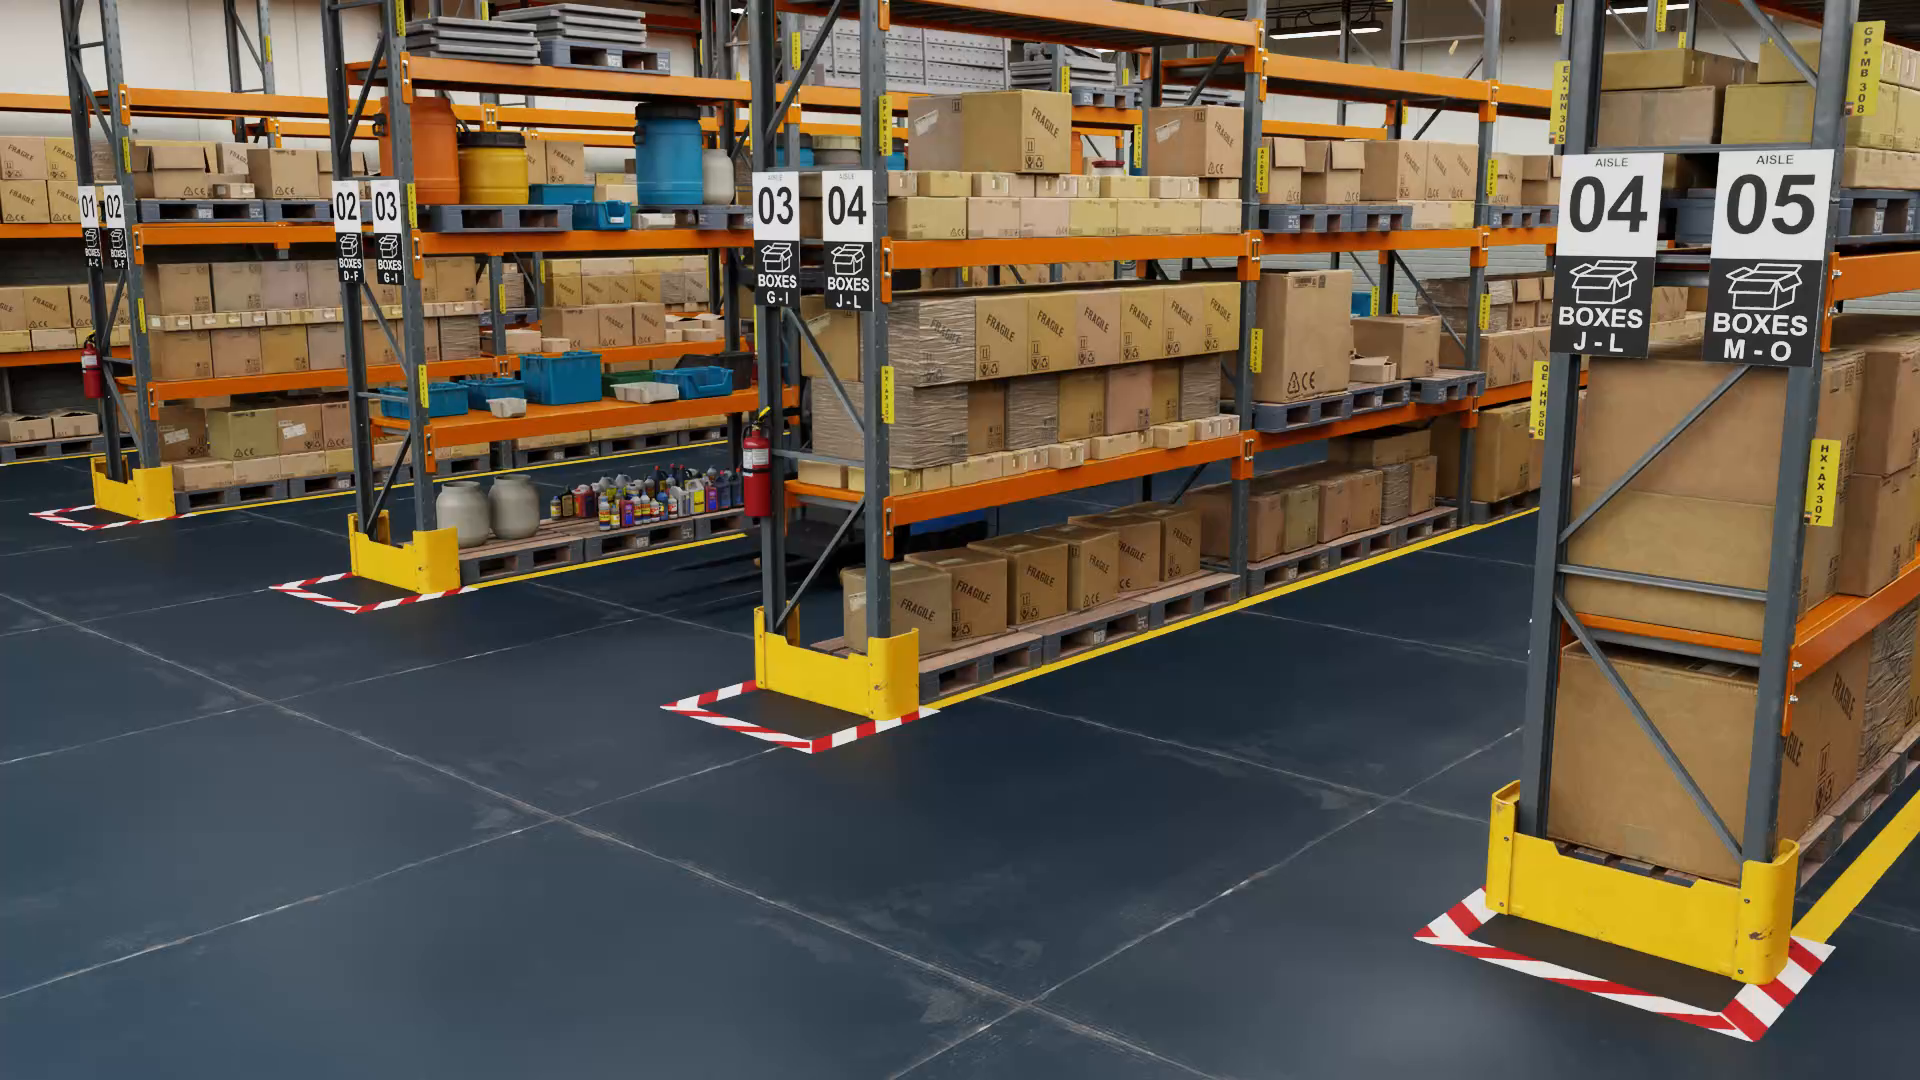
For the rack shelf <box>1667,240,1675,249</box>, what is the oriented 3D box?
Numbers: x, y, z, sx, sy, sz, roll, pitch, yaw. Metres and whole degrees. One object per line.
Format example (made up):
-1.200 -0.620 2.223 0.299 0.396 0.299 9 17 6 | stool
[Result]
8.416 -3.659 20.092 1.077 0.370 4.000 10 15 40 | rack shelf

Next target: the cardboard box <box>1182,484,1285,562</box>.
2.236 -0.147 13.589 0.700 0.500 0.500 8 14 36 | cardboard box

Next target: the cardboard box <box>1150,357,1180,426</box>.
1.115 -1.138 12.273 0.875 0.500 0.500 10 15 40 | cardboard box

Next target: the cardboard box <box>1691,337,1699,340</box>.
8.739 -2.392 20.211 0.380 0.149 0.250 10 15 41 | cardboard box

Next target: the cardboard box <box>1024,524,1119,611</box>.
0.798 0.190 11.949 0.500 0.500 0.500 8 14 35 | cardboard box

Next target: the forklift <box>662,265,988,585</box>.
-1.088 -1.170 13.625 1.130 2.935 3.031 9 15 39 | forklift

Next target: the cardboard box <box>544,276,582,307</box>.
-6.194 -3.823 25.666 0.500 0.500 0.500 10 15 42 | cardboard box

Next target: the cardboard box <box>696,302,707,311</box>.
-4.431 -3.896 27.689 0.380 0.149 0.250 10 15 42 | cardboard box

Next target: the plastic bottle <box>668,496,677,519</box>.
-2.622 -0.302 15.124 0.097 0.201 0.097 0 11 0 | plastic bottle

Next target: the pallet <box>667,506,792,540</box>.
-2.380 -0.250 15.960 1.003 0.211 1.213 10 15 40 | pallet

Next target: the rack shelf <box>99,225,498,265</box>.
-6.944 -3.175 17.667 1.077 0.370 4.000 10 15 40 | rack shelf

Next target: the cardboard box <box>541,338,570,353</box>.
-4.886 -2.332 19.909 0.380 0.149 0.250 10 15 40 | cardboard box

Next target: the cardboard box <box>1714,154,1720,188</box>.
3.134 -1.596 7.236 0.380 0.149 0.250 10 15 41 | cardboard box

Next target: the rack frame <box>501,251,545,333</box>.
-6.707 -3.580 25.514 1.000 3.000 0.127 10 15 40 | rack frame

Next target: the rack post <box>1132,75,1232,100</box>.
2.796 -5.672 20.867 0.937 0.300 0.954 9 15 39 | rack post

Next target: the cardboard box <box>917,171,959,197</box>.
-0.226 -2.111 9.866 0.380 0.149 0.250 10 15 42 | cardboard box

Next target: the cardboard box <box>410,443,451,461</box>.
-6.103 -1.040 18.747 0.500 0.250 0.500 10 15 40 | cardboard box

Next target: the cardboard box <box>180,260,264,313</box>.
-7.569 -2.601 17.046 0.700 0.500 0.500 9 15 39 | cardboard box

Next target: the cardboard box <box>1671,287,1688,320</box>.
8.275 -2.873 19.685 0.500 0.500 0.500 9 15 39 | cardboard box

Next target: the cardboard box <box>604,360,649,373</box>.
-5.540 -2.951 26.782 0.750 0.750 0.750 10 15 40 | cardboard box

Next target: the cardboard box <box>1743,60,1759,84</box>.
3.306 -2.025 7.350 0.380 0.149 0.250 10 15 41 | cardboard box

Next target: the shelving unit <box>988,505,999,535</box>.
0.109 -0.613 15.254 0.258 1.200 0.503 10 15 40 | shelving unit

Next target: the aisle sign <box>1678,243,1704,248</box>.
9.558 -4.160 21.781 0.394 0.787 0.004 10 15 40 | aisle sign

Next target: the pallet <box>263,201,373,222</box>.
-6.973 -3.471 17.539 1.003 0.211 1.213 10 15 40 | pallet

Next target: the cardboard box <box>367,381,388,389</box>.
-8.571 -2.174 23.736 0.700 0.500 0.500 9 15 39 | cardboard box

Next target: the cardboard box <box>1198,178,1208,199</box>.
1.572 -2.550 12.066 0.380 0.149 0.250 10 15 41 | cardboard box

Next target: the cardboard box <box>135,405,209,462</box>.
-8.134 -1.106 17.160 0.500 0.500 0.500 10 15 40 | cardboard box

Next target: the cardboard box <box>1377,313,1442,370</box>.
4.129 -1.829 15.421 0.500 0.500 0.500 8 14 33 | cardboard box

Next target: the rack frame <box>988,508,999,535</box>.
0.270 -0.649 15.434 0.240 1.200 0.015 10 15 40 | rack frame

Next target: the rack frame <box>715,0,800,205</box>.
-1.906 -4.652 15.567 1.000 3.000 0.127 10 15 40 | rack frame

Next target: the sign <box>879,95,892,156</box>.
-0.418 -2.311 9.272 0.100 0.325 0.005 10 15 40 | sign

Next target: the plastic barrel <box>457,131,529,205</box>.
-3.889 -3.075 13.777 0.600 0.588 0.600 0 11 0 | plastic barrel

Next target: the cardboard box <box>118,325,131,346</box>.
-10.419 -2.596 20.922 0.500 0.250 0.500 10 15 41 | cardboard box

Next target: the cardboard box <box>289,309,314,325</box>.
-6.995 -2.350 17.444 0.380 0.149 0.250 10 15 40 | cardboard box

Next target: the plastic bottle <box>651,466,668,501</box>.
-2.875 -0.534 15.906 0.144 0.351 0.185 9 14 38 | plastic bottle

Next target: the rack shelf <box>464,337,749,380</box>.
-4.304 -2.293 20.908 1.077 0.370 4.000 10 15 40 | rack shelf

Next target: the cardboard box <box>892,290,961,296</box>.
-0.322 -1.354 10.803 0.500 0.500 0.500 10 15 40 | cardboard box

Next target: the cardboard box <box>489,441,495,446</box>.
-5.568 -1.307 20.085 0.500 0.250 0.500 10 15 40 | cardboard box

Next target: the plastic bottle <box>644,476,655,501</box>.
-2.944 -0.469 15.781 0.097 0.271 0.097 0 11 0 | plastic bottle

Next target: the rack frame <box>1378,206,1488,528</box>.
4.455 -1.658 15.895 1.000 3.000 0.127 10 15 40 | rack frame

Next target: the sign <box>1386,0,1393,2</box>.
4.036 -5.207 15.557 0.100 0.325 0.005 10 15 40 | sign

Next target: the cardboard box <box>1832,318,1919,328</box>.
4.929 -0.871 8.813 0.875 0.550 0.550 10 15 40 | cardboard box

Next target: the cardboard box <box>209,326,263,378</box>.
-7.604 -1.957 17.133 0.700 0.500 0.500 10 15 42 | cardboard box

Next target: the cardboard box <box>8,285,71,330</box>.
-11.113 -2.810 20.075 0.500 0.500 0.500 10 15 41 | cardboard box

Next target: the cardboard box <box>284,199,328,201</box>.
-8.927 -4.787 22.574 0.500 0.500 0.500 -9 15 -39 | cardboard box

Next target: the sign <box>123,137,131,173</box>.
-7.852 -3.629 15.667 0.100 0.325 0.005 10 15 40 | sign

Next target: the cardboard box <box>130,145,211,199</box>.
-7.882 -3.643 16.479 0.637 0.503 0.797 -11 16 -44 | cardboard box

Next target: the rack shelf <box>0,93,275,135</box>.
-10.668 -5.285 20.578 1.077 0.370 4.000 10 15 40 | rack shelf

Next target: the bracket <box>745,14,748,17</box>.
-3.714 -9.105 28.672 0.235 0.232 0.430 10 15 40 | bracket

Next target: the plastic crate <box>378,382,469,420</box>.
-4.441 -1.161 13.785 0.499 0.251 0.616 10 15 40 | plastic crate

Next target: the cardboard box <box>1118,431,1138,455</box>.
1.031 -0.700 11.736 0.380 0.149 0.250 10 15 40 | cardboard box

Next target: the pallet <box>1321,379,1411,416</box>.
3.179 -1.268 14.429 1.003 0.211 1.213 10 15 40 | pallet

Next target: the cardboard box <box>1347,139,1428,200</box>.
3.660 -3.173 14.290 0.500 0.500 0.500 10 15 41 | cardboard box

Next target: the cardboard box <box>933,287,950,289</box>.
-0.206 -3.684 25.782 0.500 0.500 0.500 10 15 41 | cardboard box

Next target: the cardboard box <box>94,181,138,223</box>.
-10.521 -4.182 20.566 0.500 0.500 0.500 11 16 44 | cardboard box

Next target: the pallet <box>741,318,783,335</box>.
-2.589 -2.955 22.874 1.213 0.211 1.003 10 15 40 | pallet

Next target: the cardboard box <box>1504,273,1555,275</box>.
6.218 -2.593 17.760 0.797 0.503 0.637 10 15 41 | cardboard box
